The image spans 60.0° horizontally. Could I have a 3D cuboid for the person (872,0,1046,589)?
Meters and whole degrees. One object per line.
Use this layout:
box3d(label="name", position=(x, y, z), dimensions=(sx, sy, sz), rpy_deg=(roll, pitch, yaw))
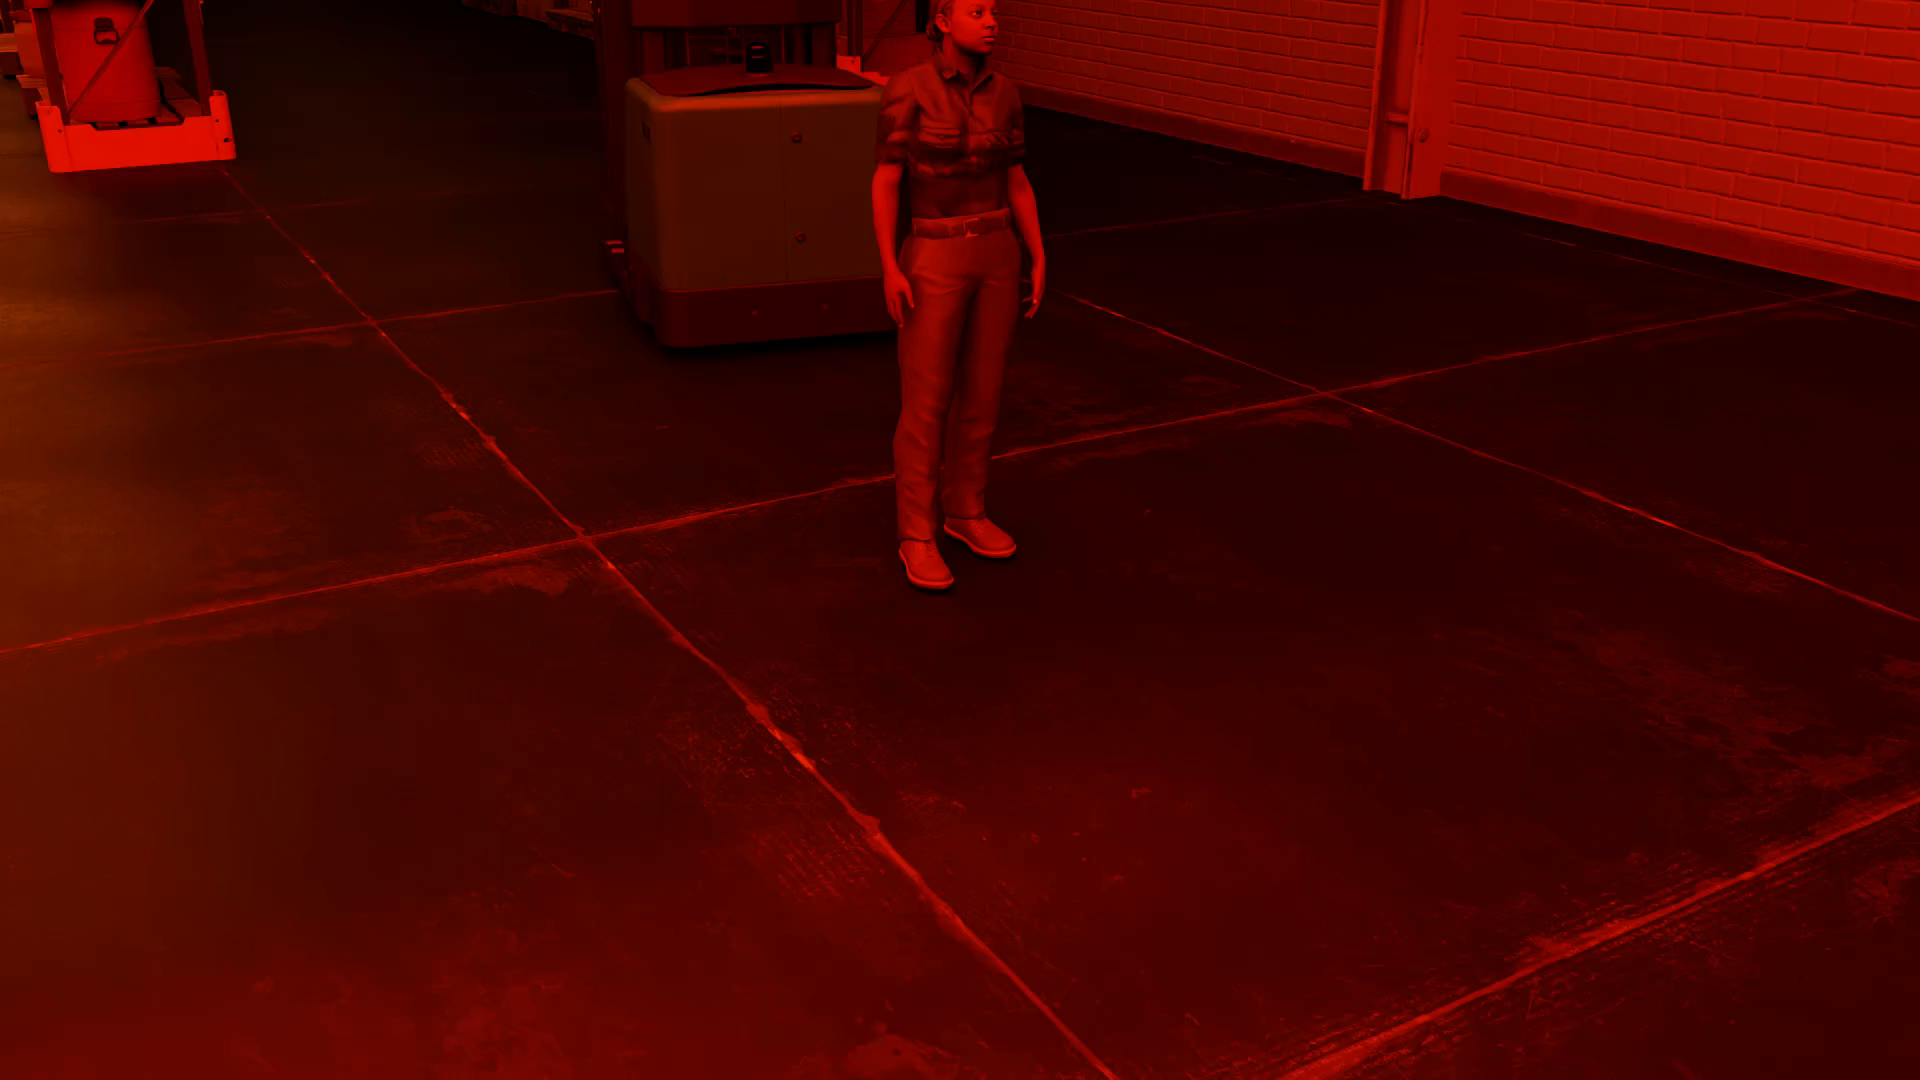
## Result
box3d(label="person", position=(0.027, -0.740, 4.738), dimensions=(0.569, 1.656, 0.503), rpy_deg=(-12, 25, -28))

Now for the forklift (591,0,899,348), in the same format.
box3d(label="forklift", position=(-1.191, -2.682, 7.809), dimensions=(1.130, 2.935, 3.031), rpy_deg=(-7, 23, -17))
